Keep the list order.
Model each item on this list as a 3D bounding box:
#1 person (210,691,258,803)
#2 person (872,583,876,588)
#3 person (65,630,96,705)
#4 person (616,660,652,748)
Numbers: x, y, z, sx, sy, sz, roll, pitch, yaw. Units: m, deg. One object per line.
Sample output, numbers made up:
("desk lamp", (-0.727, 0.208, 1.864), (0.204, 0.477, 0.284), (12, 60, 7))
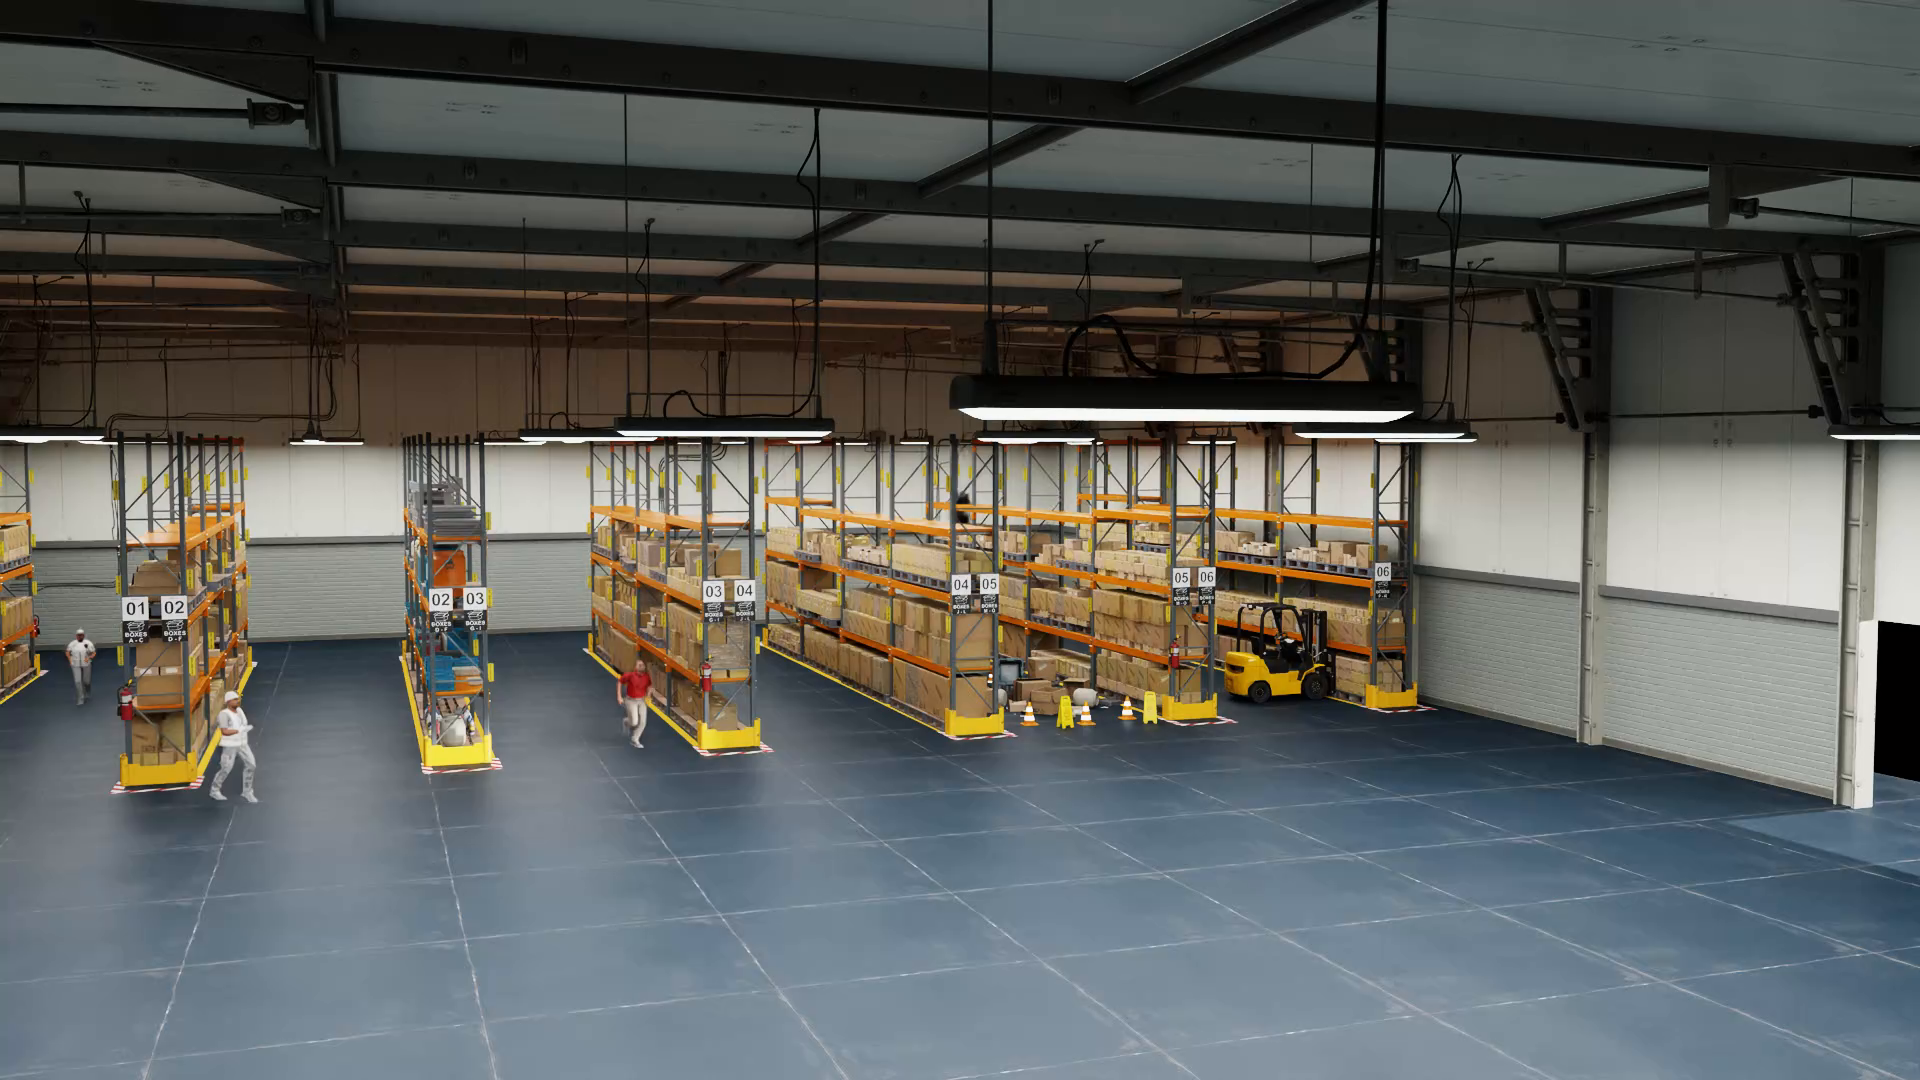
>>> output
("person", (-11.680, 3.346, 26.762), (0.787, 1.842, 0.666), (1, 3, 17))
("person", (-2.592, 2.083, 50.773), (0.584, 1.648, 0.574), (-2, 3, -25))
("person", (-19.736, 2.835, 37.337), (0.613, 1.660, 0.726), (-1, 3, -25))
("person", (-6.228, 3.133, 31.919), (0.698, 1.683, 0.708), (-2, 4, -38))
